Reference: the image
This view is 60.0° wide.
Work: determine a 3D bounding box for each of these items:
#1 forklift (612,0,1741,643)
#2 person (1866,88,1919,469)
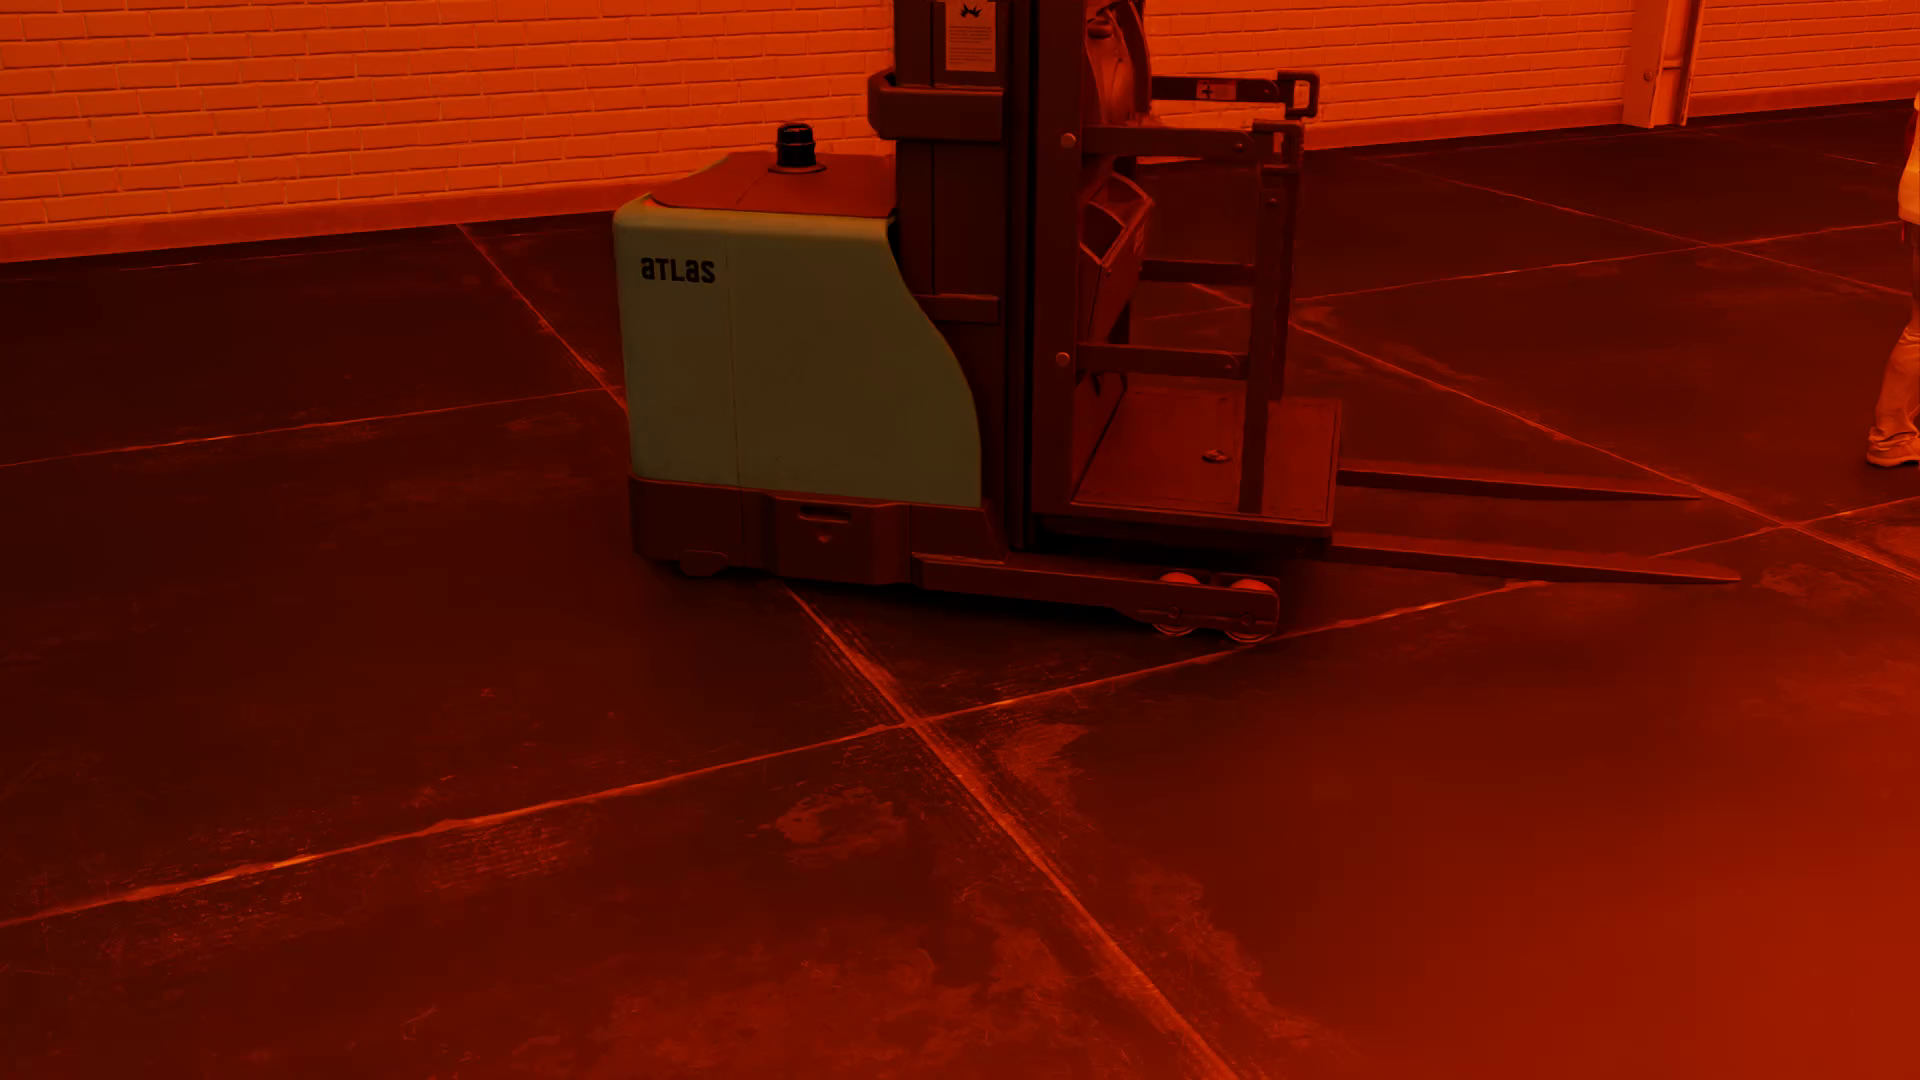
[{"bbox_3d":[0.614,-1.303,4.422,3.031,2.935,1.130,5,23,12],"label":"forklift"},{"bbox_3d":[3.276,-1.041,5.325,0.463,1.759,0.626,-4,23,-10],"label":"person"}]
